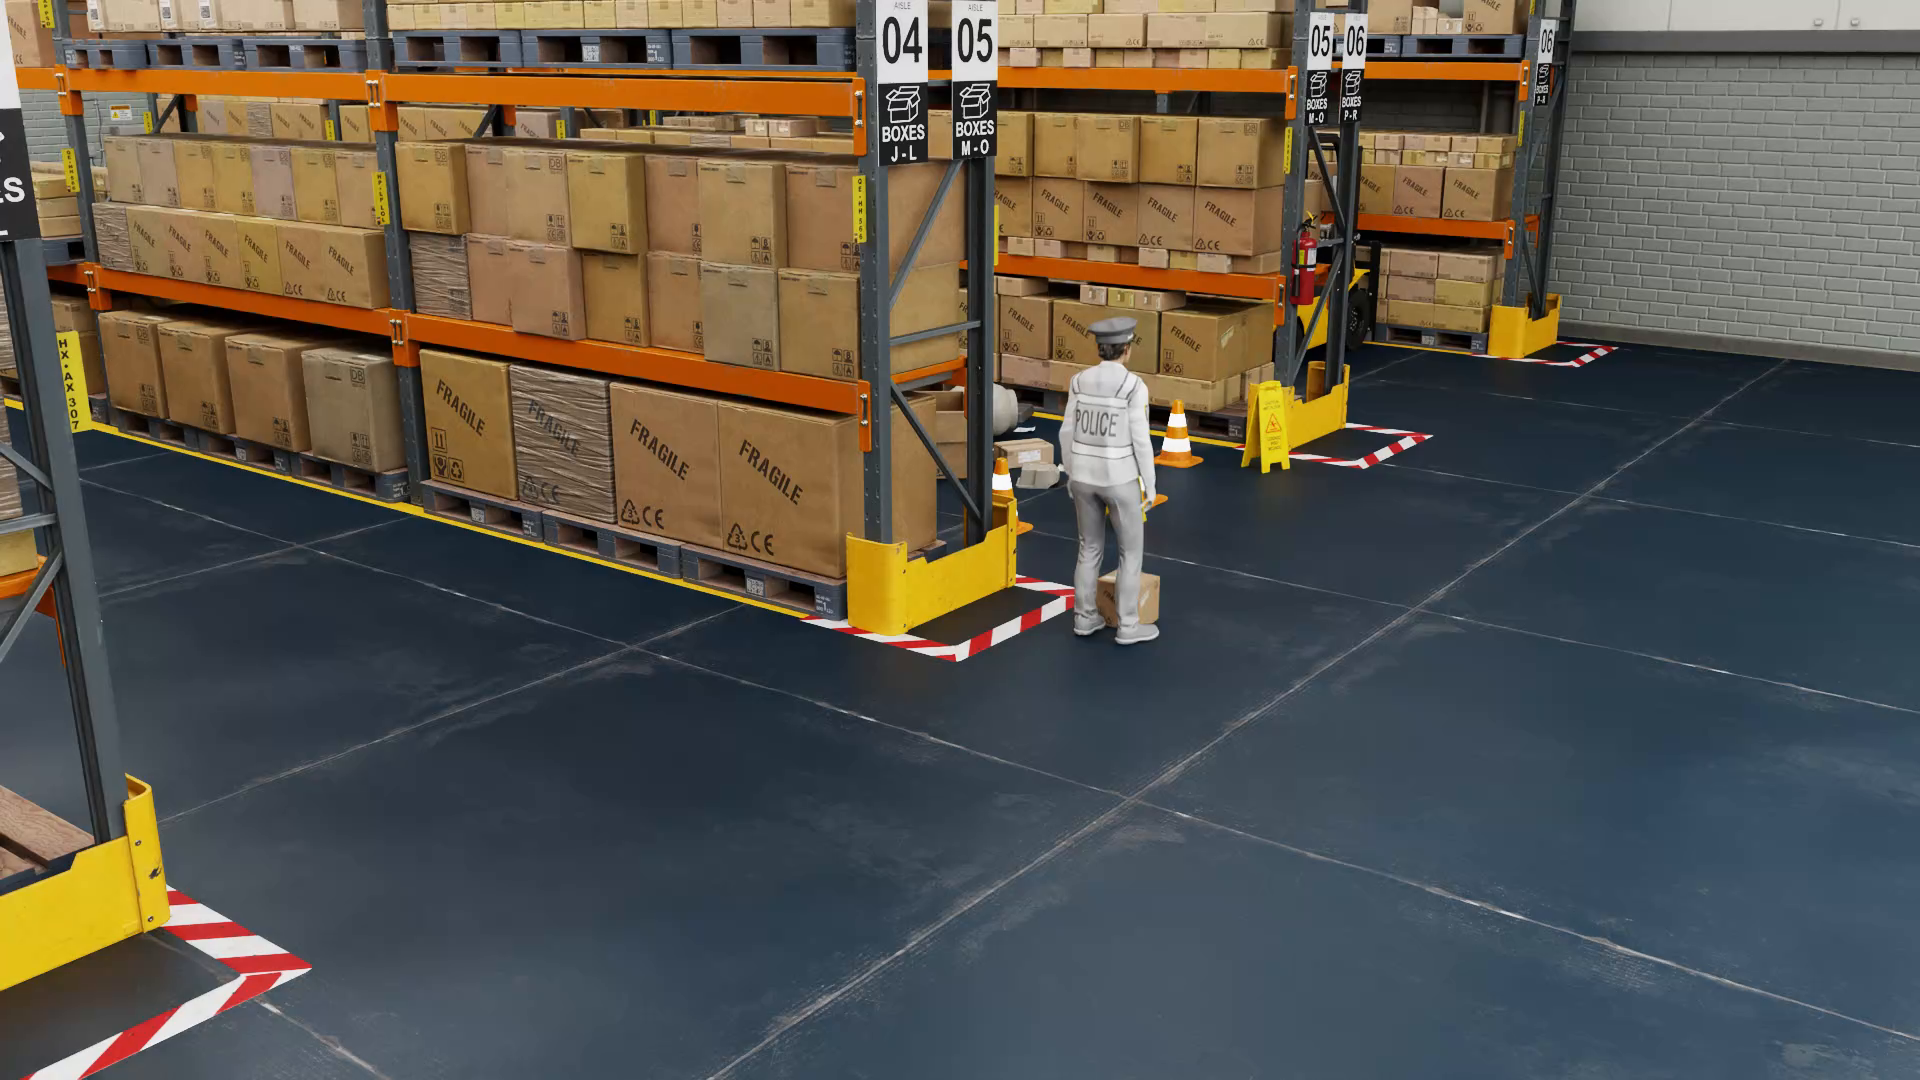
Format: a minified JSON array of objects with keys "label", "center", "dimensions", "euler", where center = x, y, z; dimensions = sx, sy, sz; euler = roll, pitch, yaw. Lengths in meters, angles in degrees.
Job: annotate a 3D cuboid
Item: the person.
[{"label":"person","center":[0.760,-0.297,8.528],"dimensions":[0.523,1.662,0.372],"euler":[11,20,33]}]
